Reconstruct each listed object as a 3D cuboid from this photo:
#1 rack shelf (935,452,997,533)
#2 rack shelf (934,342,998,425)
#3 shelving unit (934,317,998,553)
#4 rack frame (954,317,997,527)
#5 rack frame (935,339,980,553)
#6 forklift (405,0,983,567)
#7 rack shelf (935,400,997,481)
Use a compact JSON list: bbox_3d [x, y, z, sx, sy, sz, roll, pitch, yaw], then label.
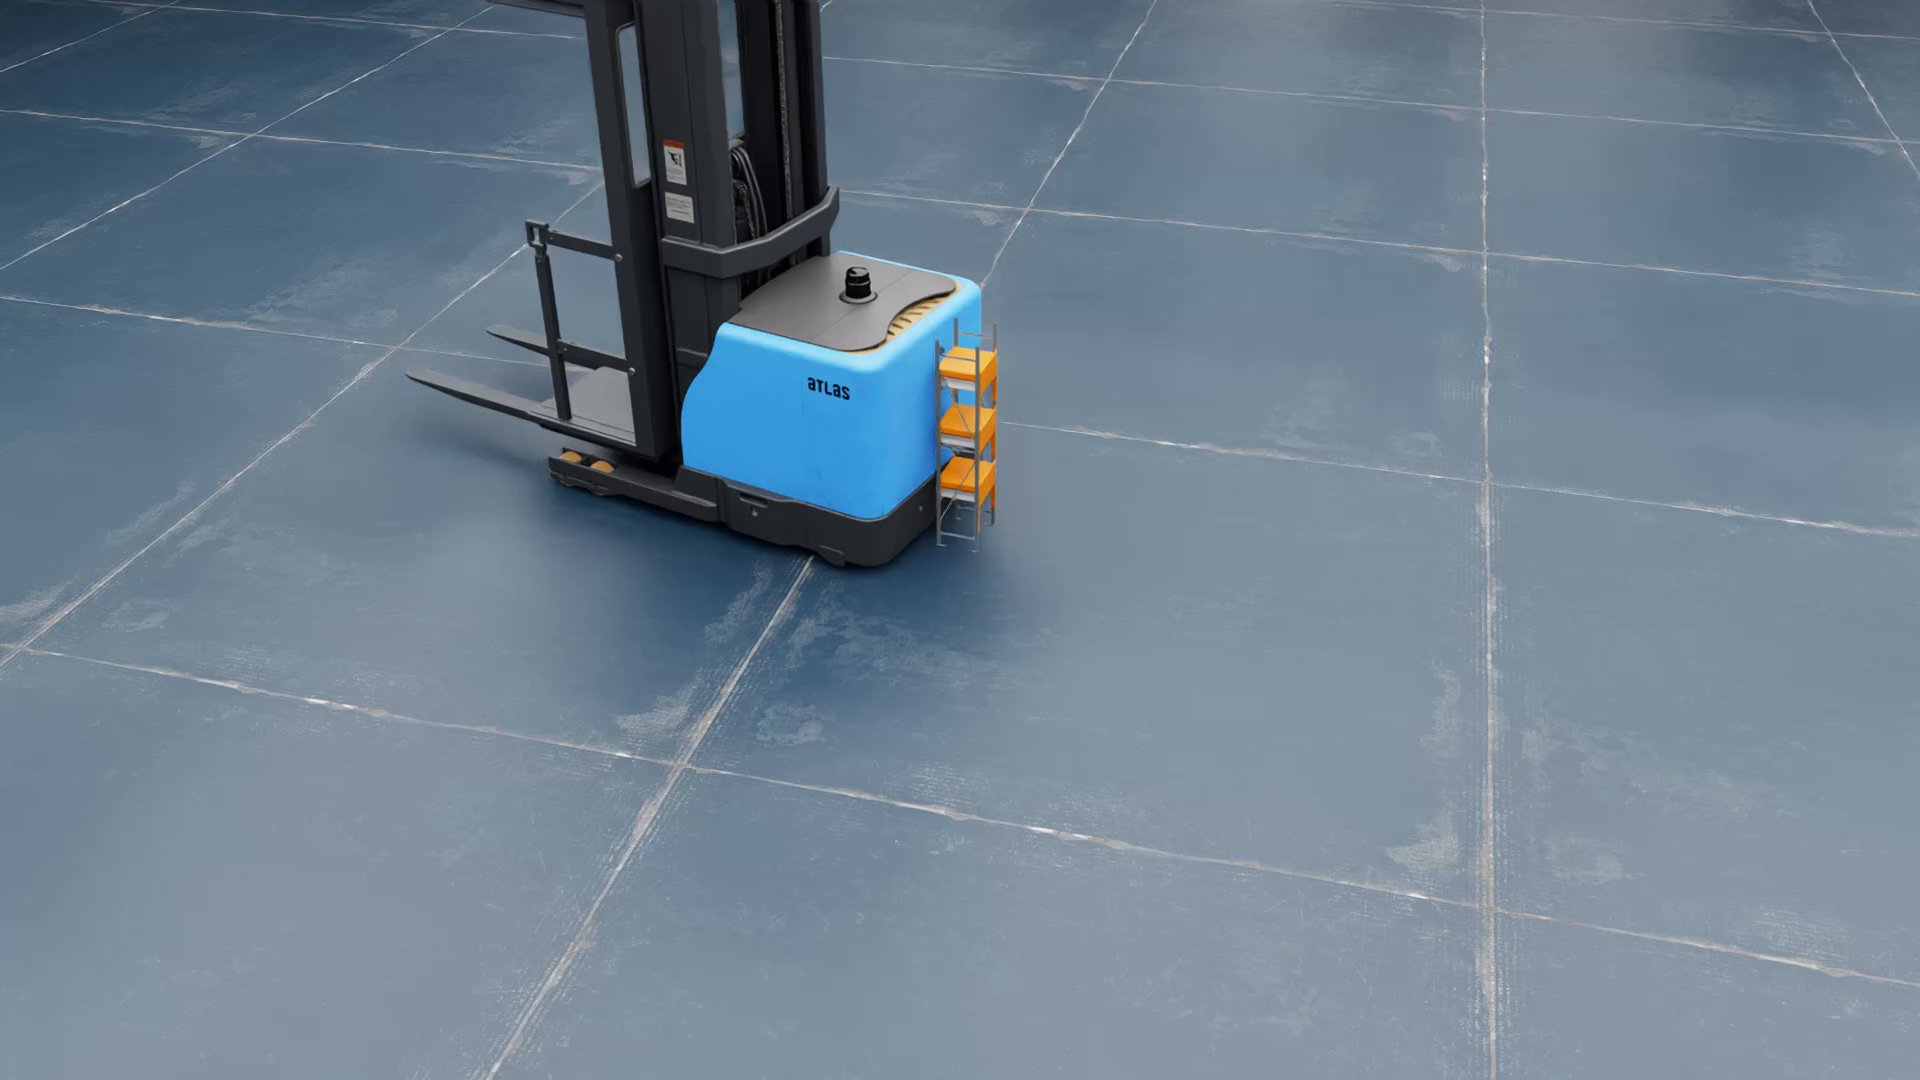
[{"bbox_3d":[0.029,-0.219,7.654,0.215,0.259,0.240,10,34,16],"label":"rack shelf"},{"bbox_3d":[0.029,-0.693,7.352,0.215,0.259,0.240,10,34,16],"label":"rack shelf"},{"bbox_3d":[0.029,-0.463,7.499,0.215,1.050,0.252,10,34,16],"label":"shelving unit"},{"bbox_3d":[0.069,-0.525,7.596,0.200,1.050,0.008,10,34,16],"label":"rack frame"},{"bbox_3d":[-0.011,-0.401,7.402,0.200,1.050,0.008,10,34,16],"label":"rack frame"},{"bbox_3d":[-1.426,-1.679,7.660,3.031,2.935,1.130,17,36,24],"label":"forklift"},{"bbox_3d":[0.029,-0.454,7.505,0.215,0.259,0.240,10,34,16],"label":"rack shelf"}]
